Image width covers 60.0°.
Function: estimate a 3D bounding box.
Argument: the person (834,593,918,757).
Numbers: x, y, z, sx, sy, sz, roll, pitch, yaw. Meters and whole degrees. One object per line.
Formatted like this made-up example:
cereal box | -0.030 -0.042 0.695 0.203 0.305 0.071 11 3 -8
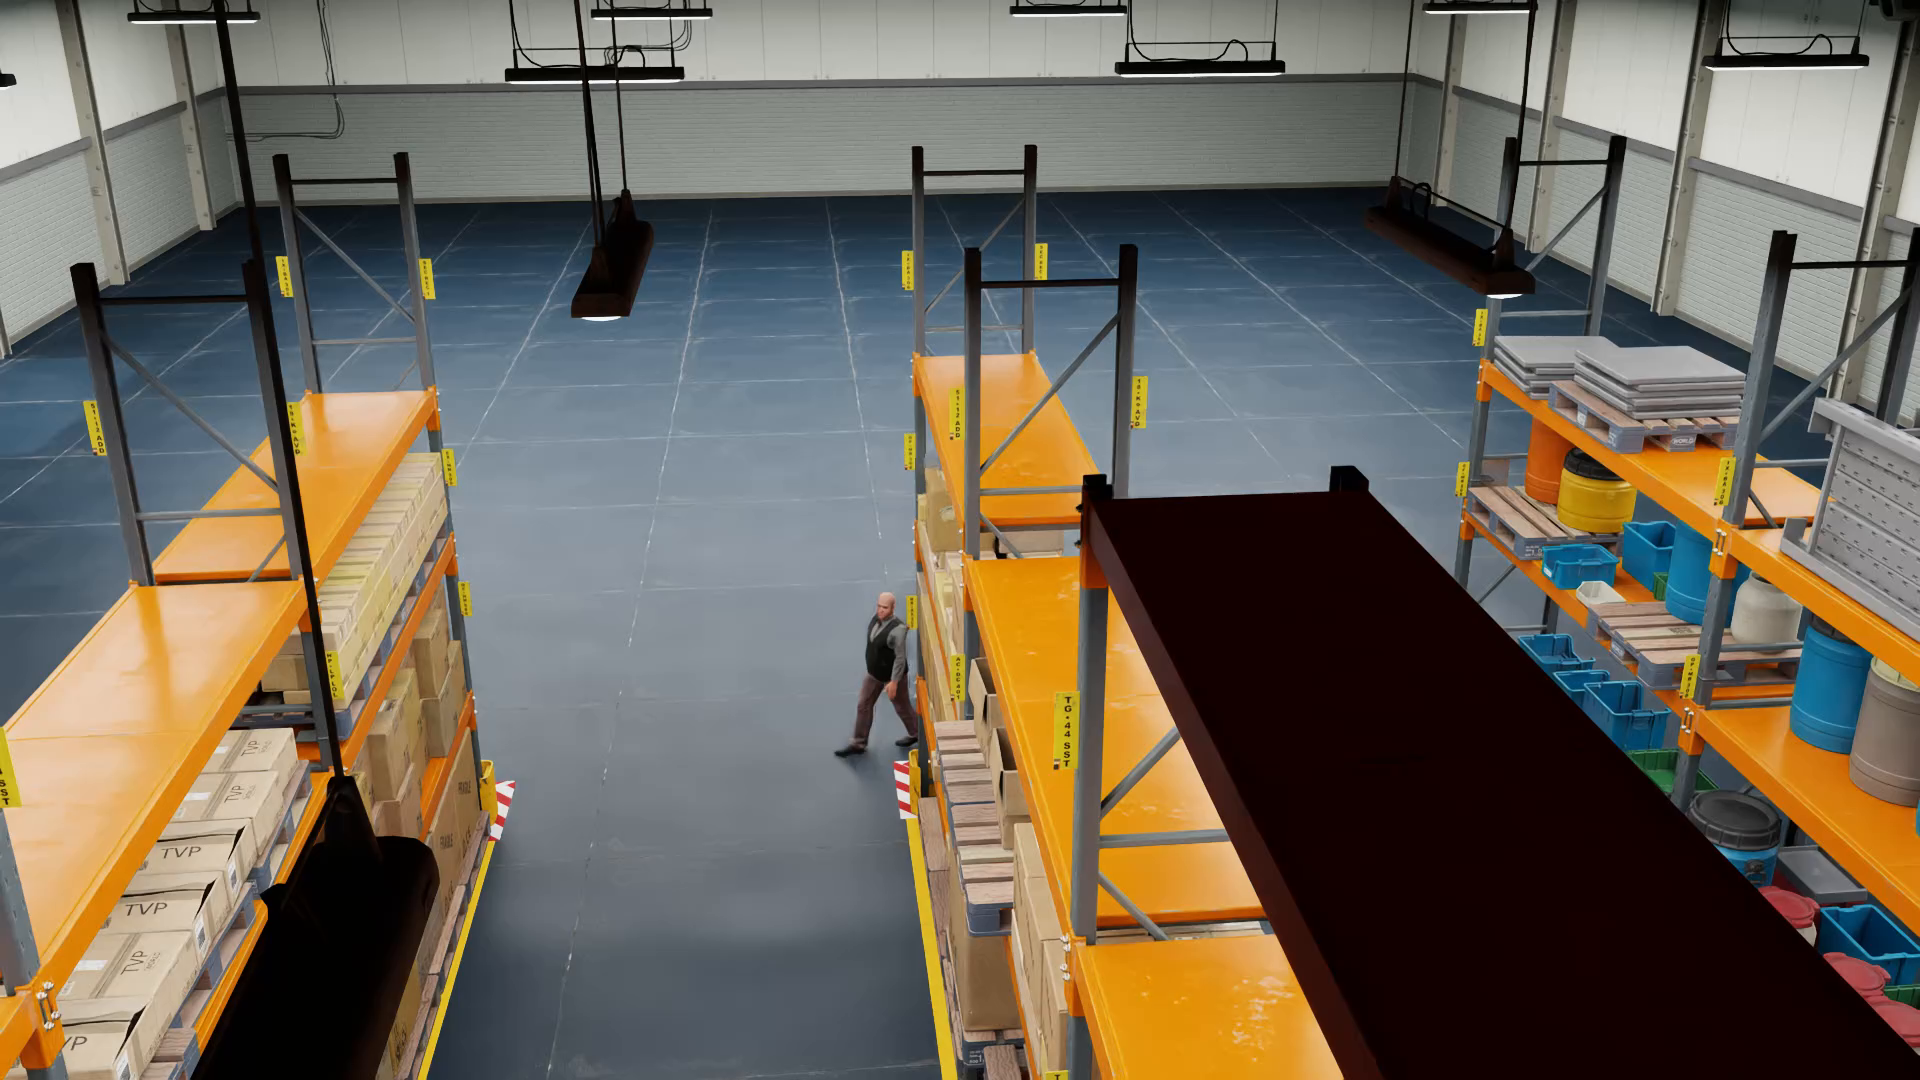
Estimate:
person | -0.728 1.300 16.055 0.863 1.694 0.593 -17 27 -37
